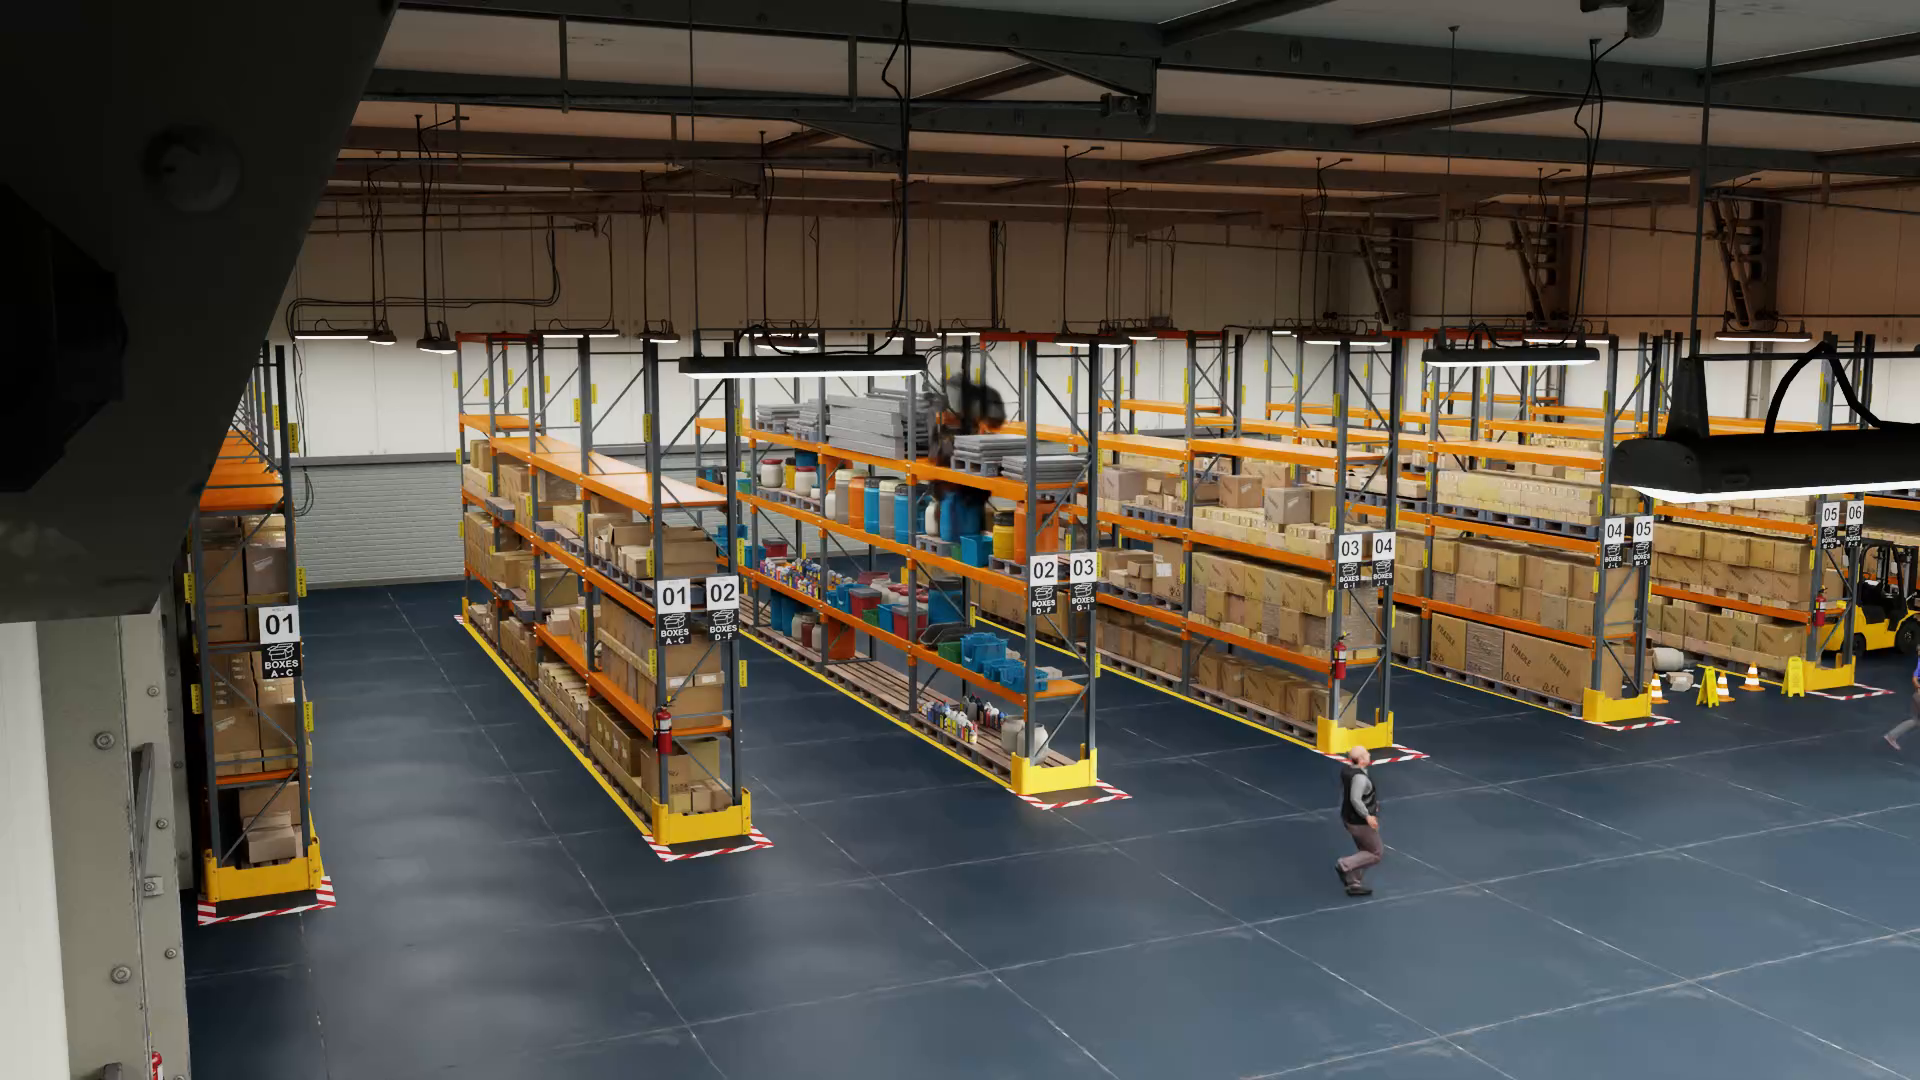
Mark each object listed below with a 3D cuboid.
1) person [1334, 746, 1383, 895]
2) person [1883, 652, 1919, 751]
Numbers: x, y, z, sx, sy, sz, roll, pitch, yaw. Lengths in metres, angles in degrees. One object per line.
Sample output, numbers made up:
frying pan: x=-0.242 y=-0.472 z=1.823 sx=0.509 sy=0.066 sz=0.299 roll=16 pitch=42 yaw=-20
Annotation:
person: x=4.353 y=3.071 z=18.189 sx=0.581 sy=1.673 sz=0.662 roll=-1 pitch=8 yaw=-5
person: x=13.797 y=2.297 z=23.782 sx=0.923 sy=1.642 sz=0.577 roll=2 pitch=8 yaw=18
